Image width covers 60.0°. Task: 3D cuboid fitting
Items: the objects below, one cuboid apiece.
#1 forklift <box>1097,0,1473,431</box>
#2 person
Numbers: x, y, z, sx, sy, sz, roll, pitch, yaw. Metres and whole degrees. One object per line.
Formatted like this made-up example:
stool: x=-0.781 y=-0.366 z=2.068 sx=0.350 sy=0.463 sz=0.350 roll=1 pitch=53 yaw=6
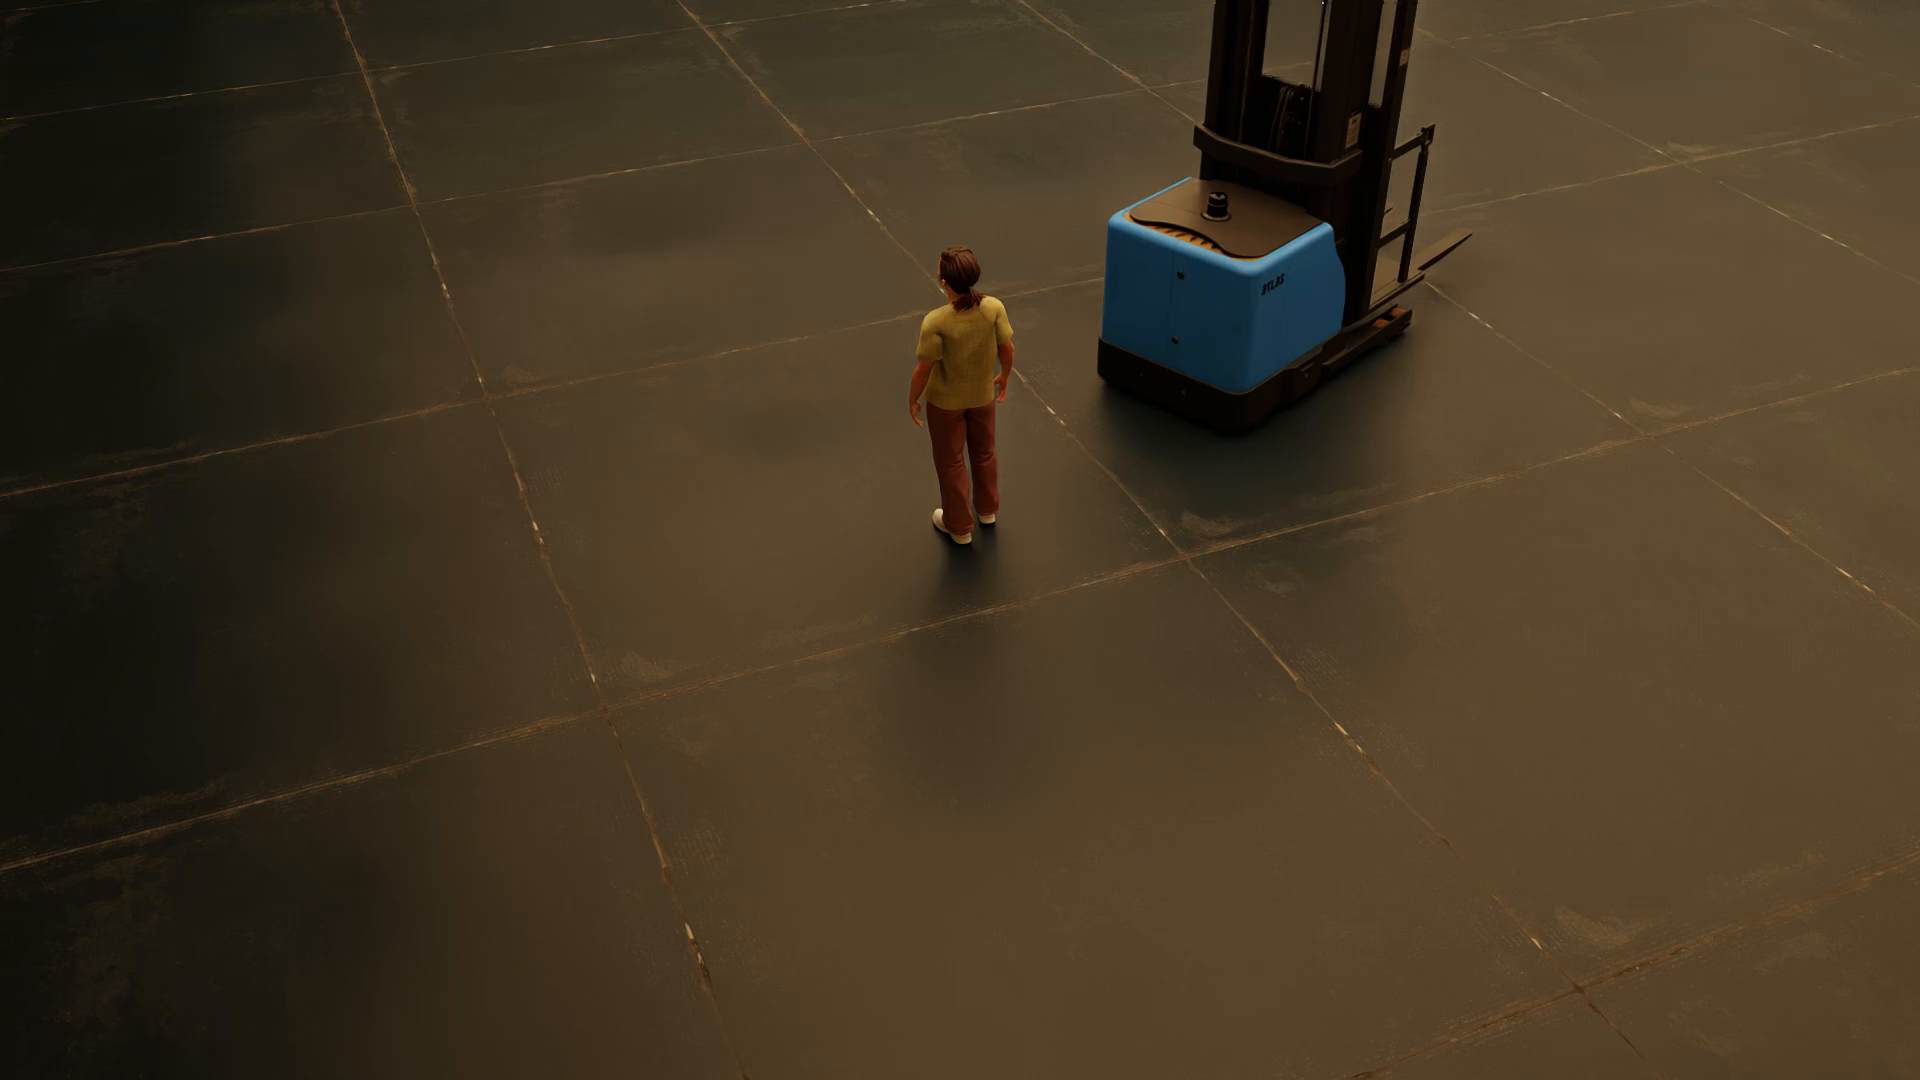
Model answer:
forklift: x=2.183 y=-2.577 z=9.723 sx=1.130 sy=2.935 sz=3.031 roll=28 pitch=44 yaw=33
person: x=-0.019 y=-0.730 z=8.197 sx=0.555 sy=1.675 sz=0.549 roll=-14 pitch=38 yaw=-19
